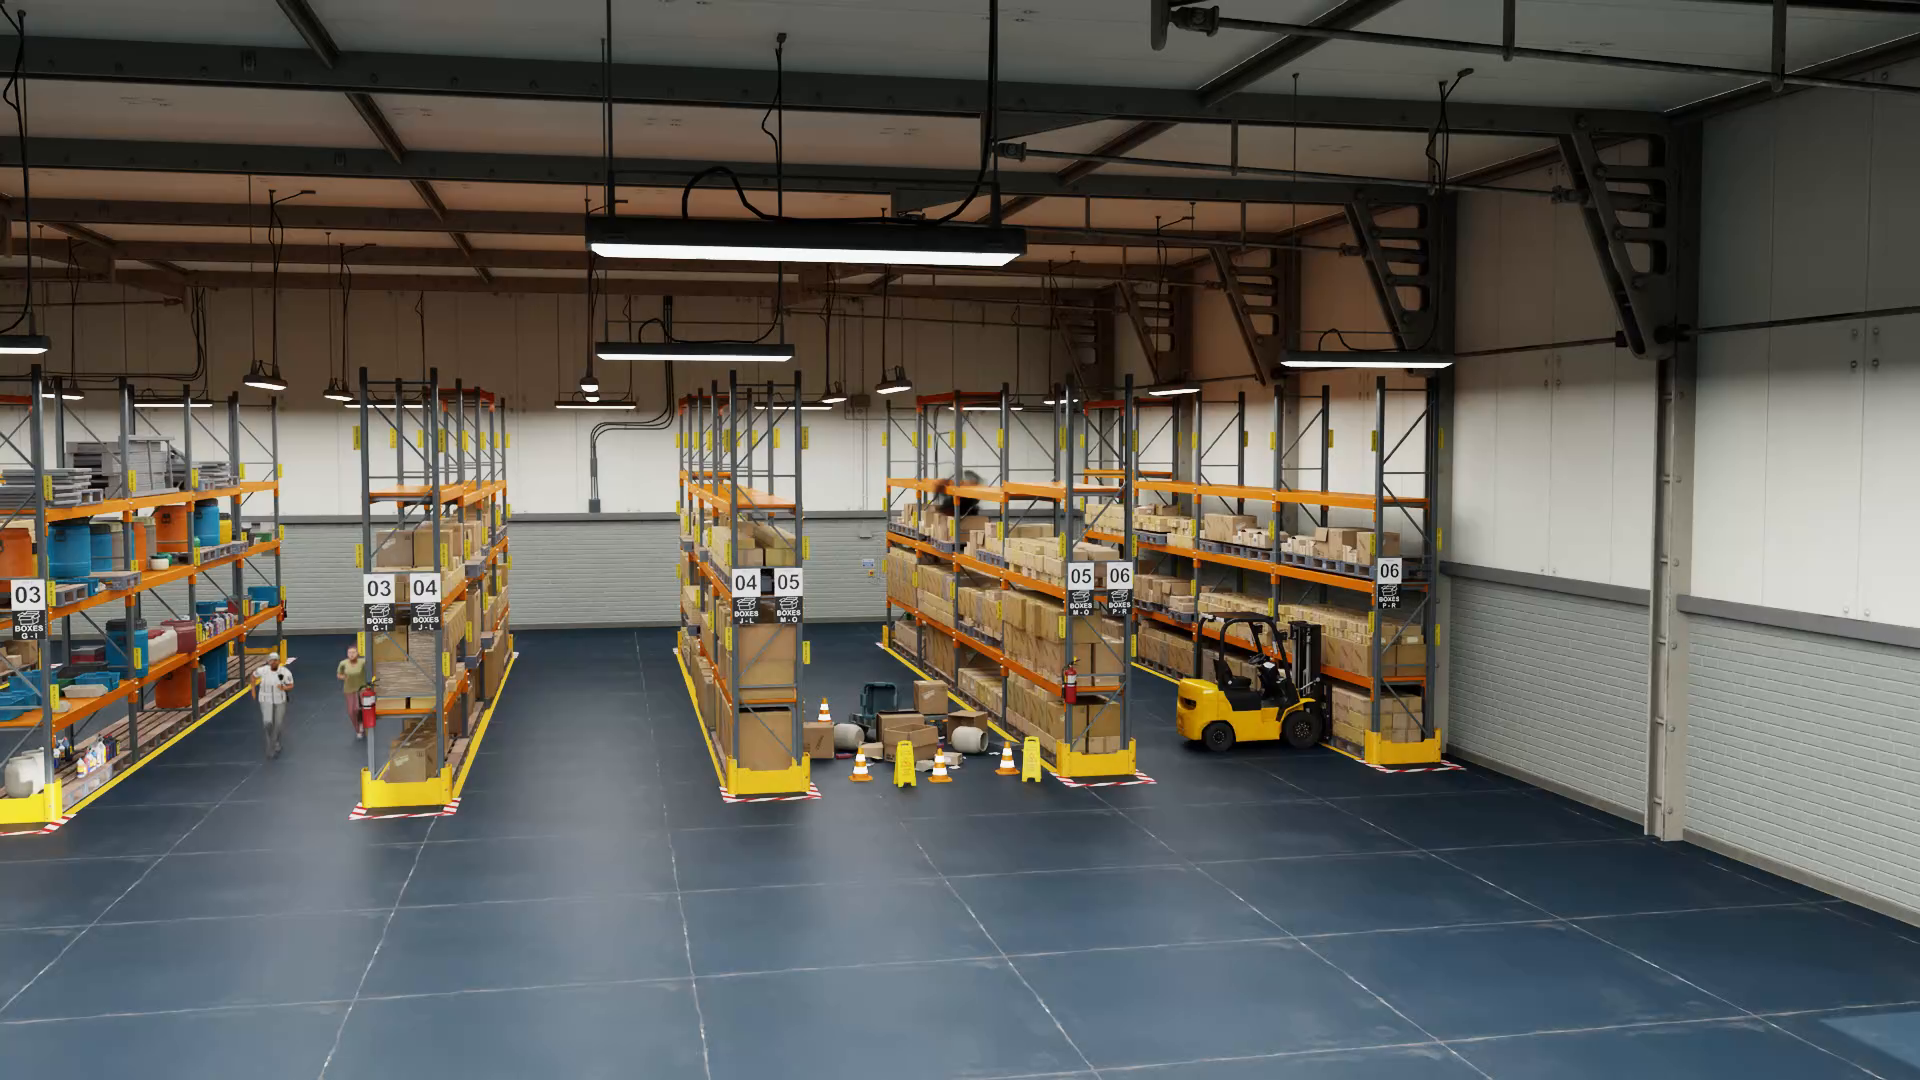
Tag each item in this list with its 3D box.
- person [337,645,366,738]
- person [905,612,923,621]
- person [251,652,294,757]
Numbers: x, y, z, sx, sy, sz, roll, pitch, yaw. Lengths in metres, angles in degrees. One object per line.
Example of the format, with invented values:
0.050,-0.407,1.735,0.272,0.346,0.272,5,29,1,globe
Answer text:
-10.074,2.542,27.720,0.570,1.595,0.720,0,3,-8,person
-1.140,1.623,41.775,0.737,1.763,0.688,1,4,22,person
-10.923,2.604,26.442,0.630,1.662,0.796,-1,4,-23,person
